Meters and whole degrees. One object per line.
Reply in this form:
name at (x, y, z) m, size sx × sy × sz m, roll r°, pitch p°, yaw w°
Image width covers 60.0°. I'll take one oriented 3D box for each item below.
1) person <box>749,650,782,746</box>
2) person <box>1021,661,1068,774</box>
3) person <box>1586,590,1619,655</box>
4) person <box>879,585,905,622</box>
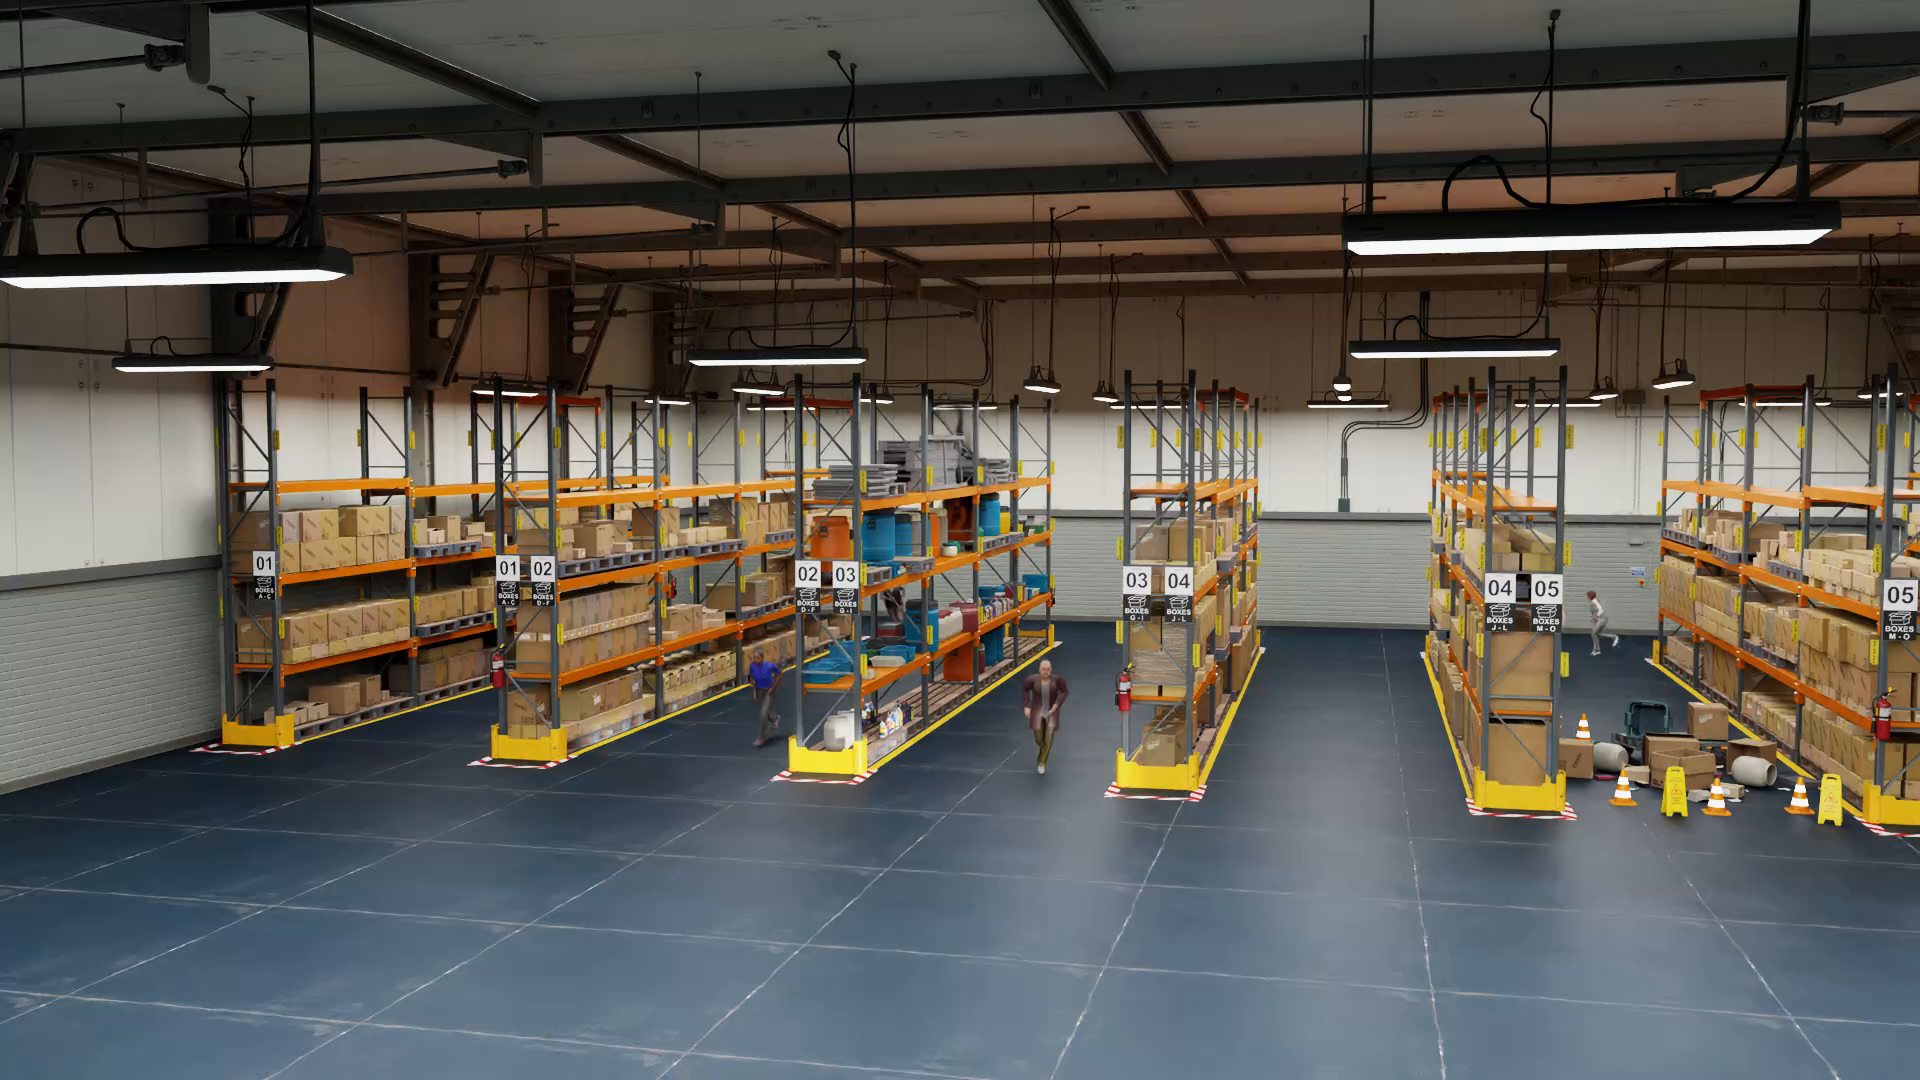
person at (-3.181, 2.581, 27.594) m, size 0.585 × 1.615 × 0.903 m, roll 1°, pitch 4°, yaw 15°
person at (1.276, 2.654, 25.256) m, size 0.706 × 1.717 × 0.805 m, roll 0°, pitch 3°, yaw -3°
person at (14.968, 1.937, 38.735) m, size 0.766 × 1.542 × 0.536 m, roll 0°, pitch 3°, yaw 6°
person at (-1.647, 1.689, 41.446) m, size 0.709 × 1.725 × 0.657 m, roll 0°, pitch 3°, yaw 2°
